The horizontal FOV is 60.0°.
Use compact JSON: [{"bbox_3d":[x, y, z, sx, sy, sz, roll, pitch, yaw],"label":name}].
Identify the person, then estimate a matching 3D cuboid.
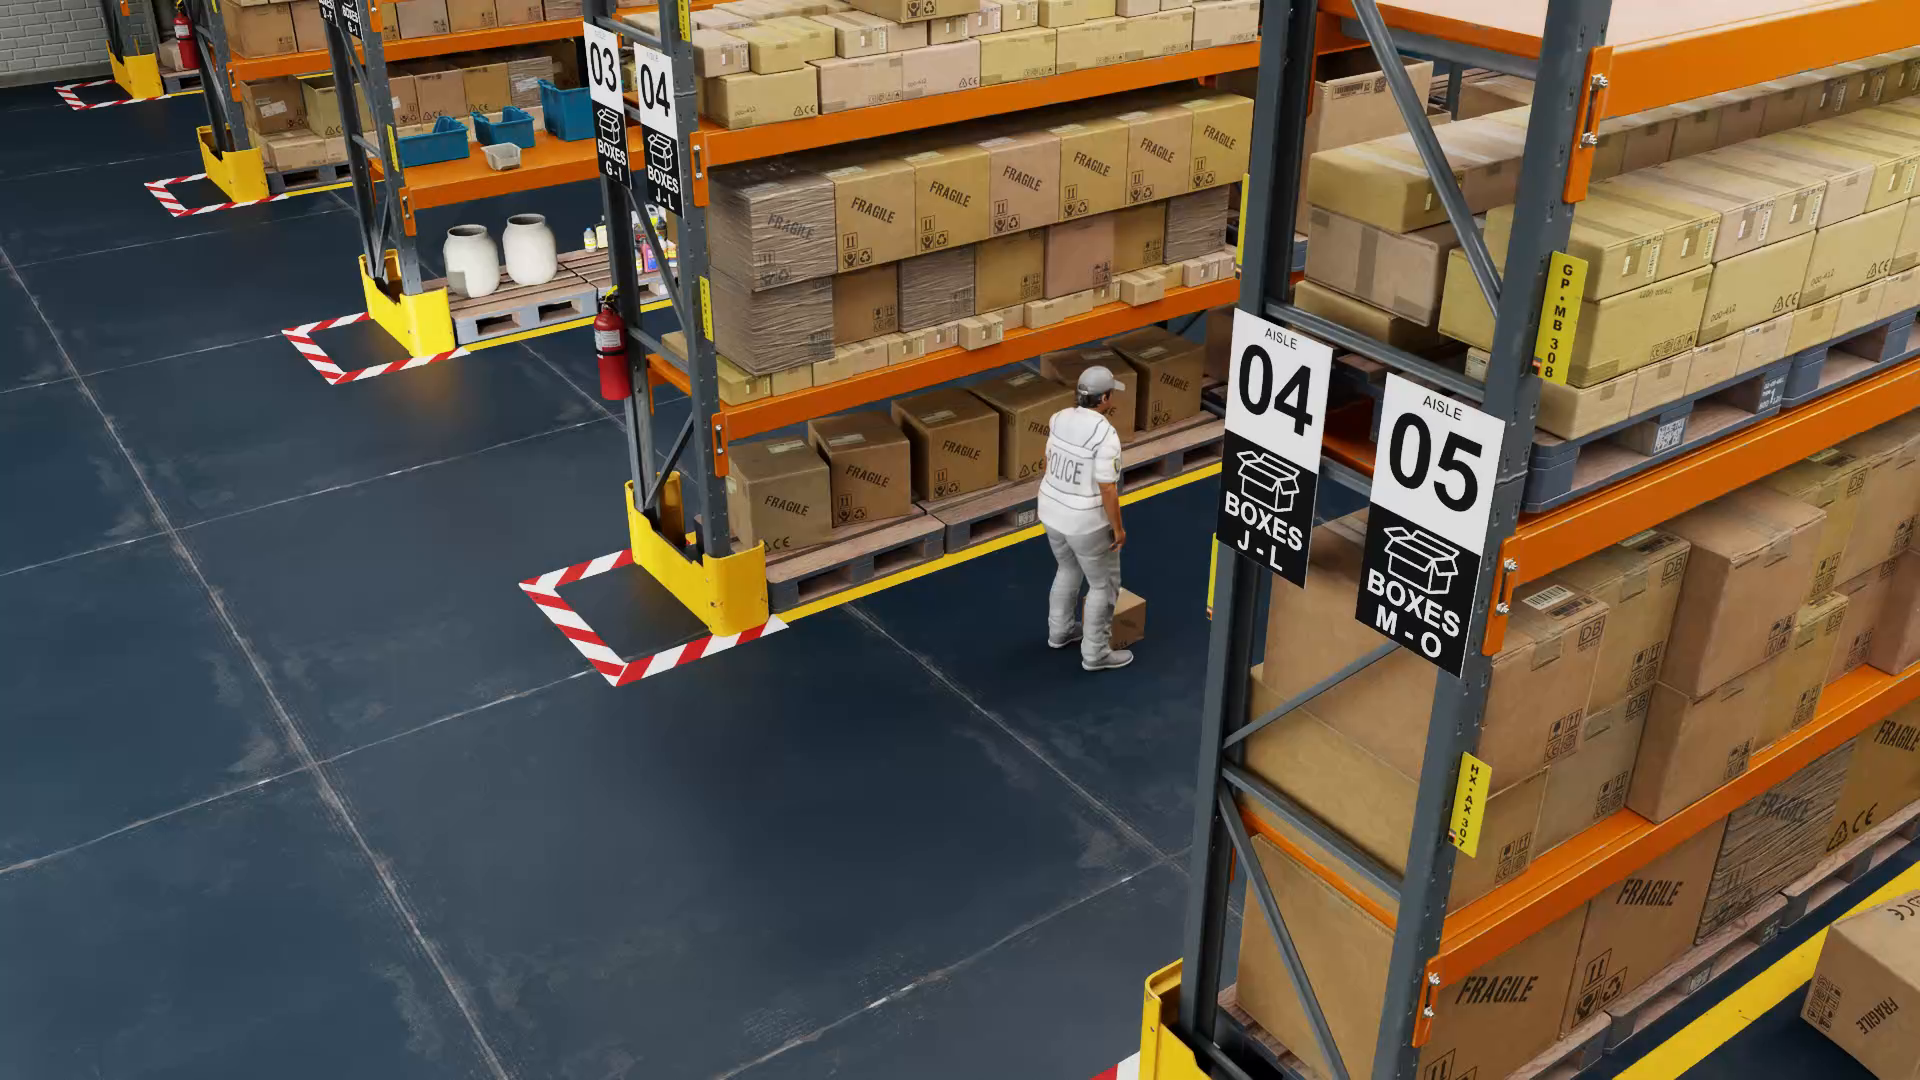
[{"bbox_3d":[0.680,-0.122,8.839,0.466,1.666,0.564,-21,35,-33],"label":"person"}]
